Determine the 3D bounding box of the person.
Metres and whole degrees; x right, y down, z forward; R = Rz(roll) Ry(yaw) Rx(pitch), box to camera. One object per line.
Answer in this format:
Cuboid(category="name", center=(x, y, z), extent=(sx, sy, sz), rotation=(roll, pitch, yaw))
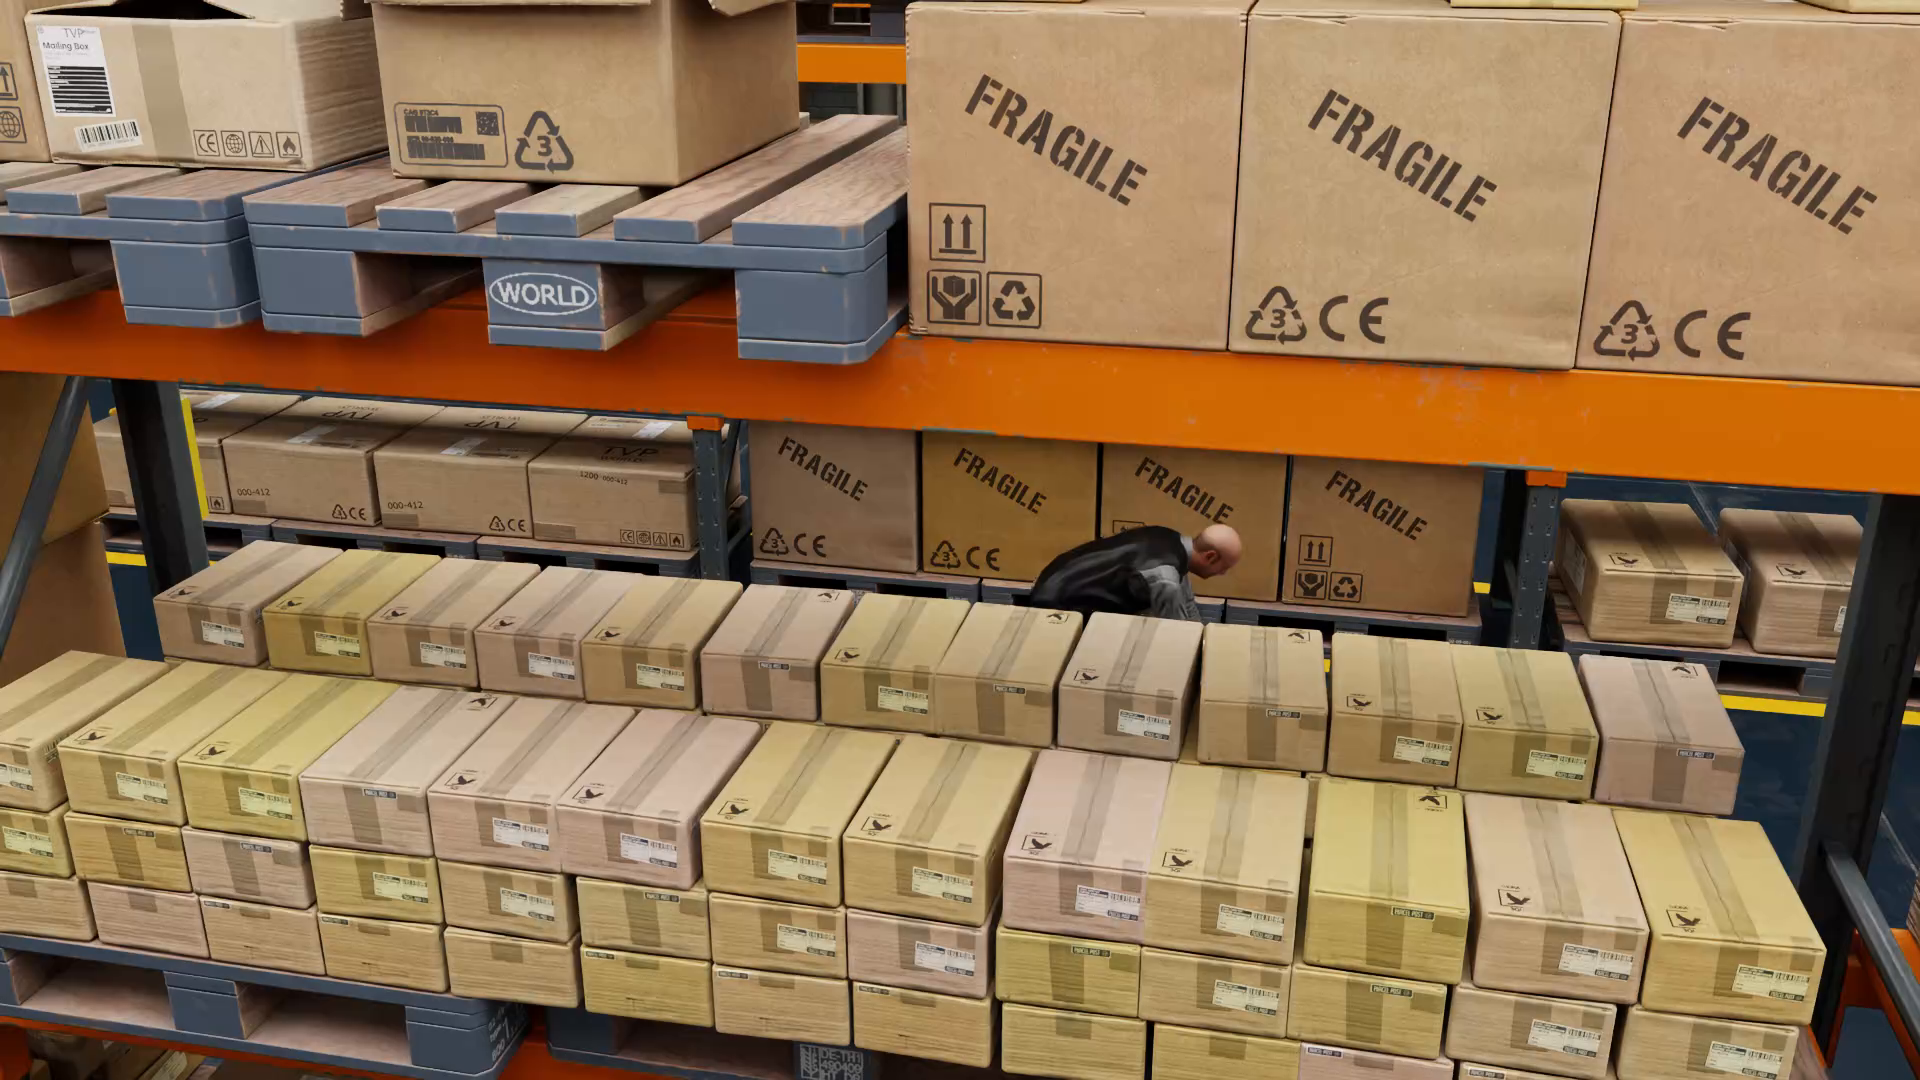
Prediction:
Cuboid(category="person", center=(0.749, 0.393, 7.223), extent=(0.890, 0.924, 0.509), rotation=(4, 22, 9))
